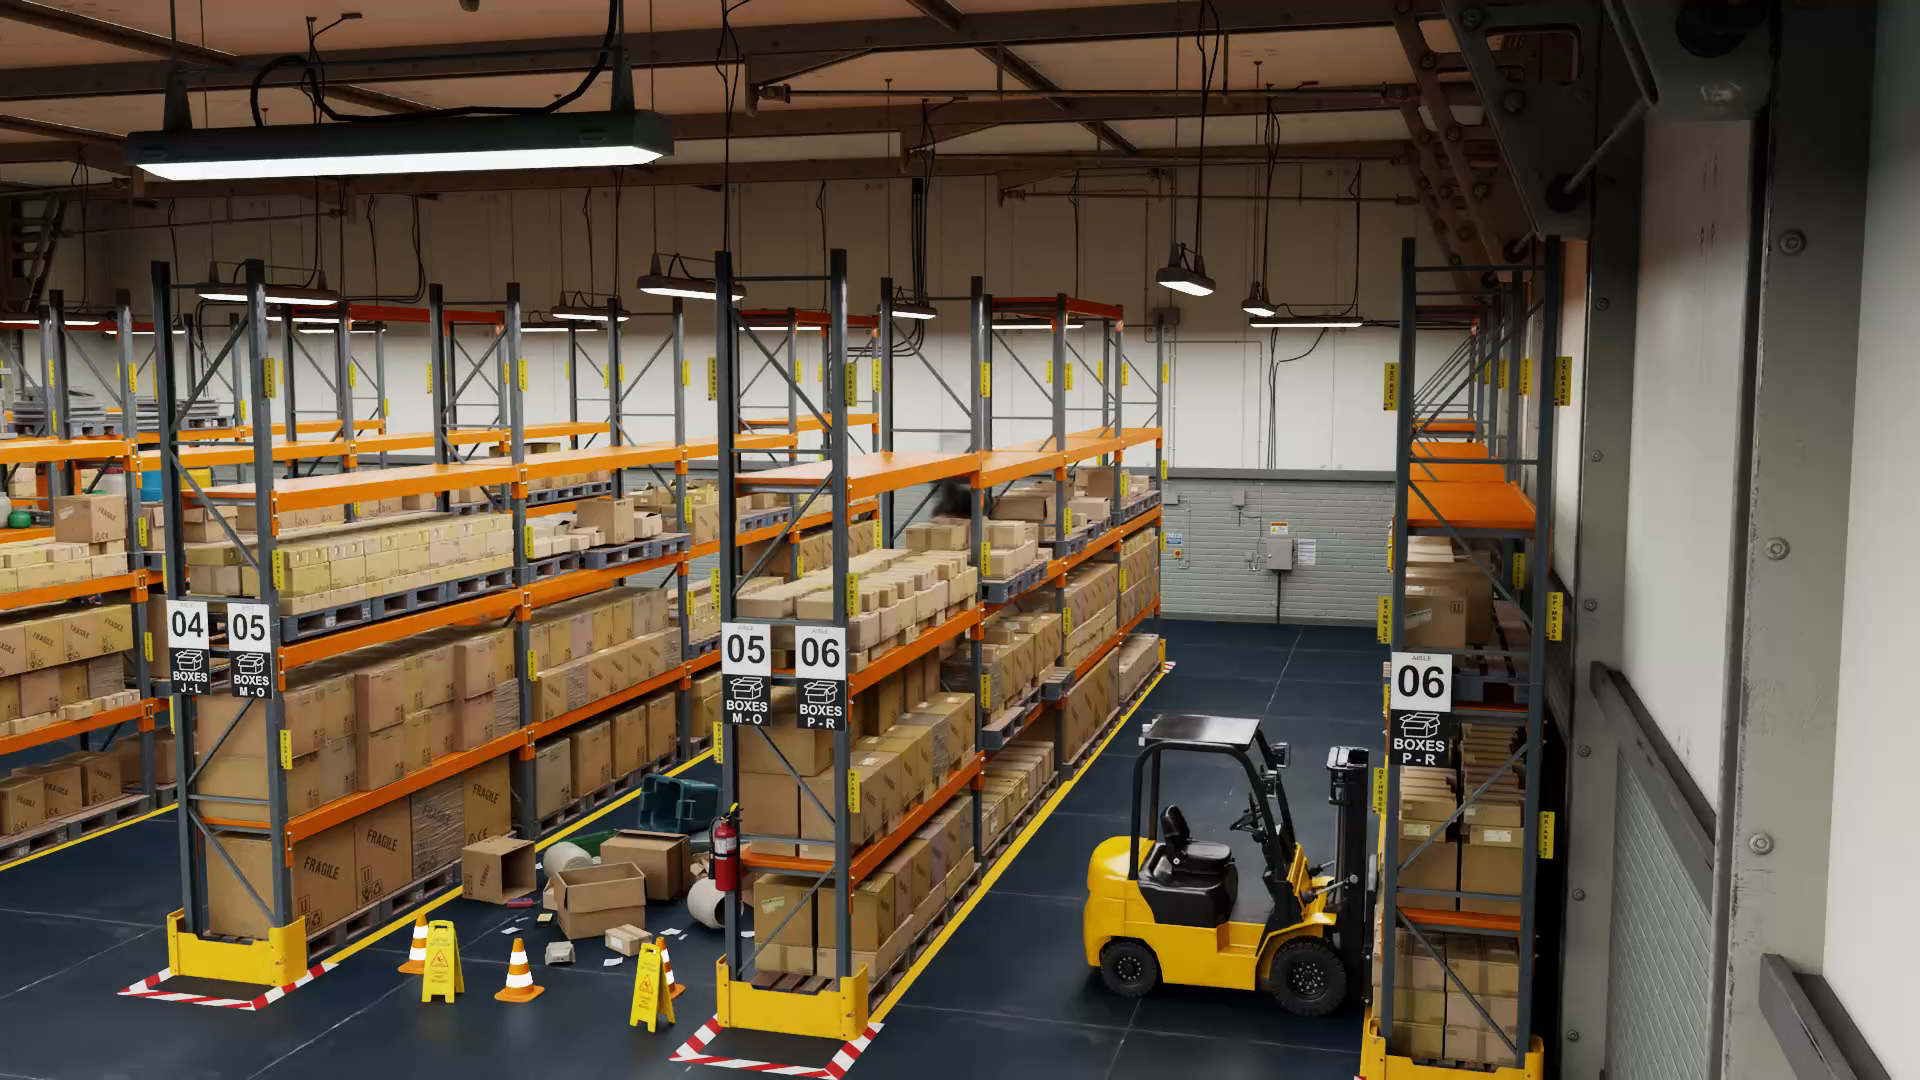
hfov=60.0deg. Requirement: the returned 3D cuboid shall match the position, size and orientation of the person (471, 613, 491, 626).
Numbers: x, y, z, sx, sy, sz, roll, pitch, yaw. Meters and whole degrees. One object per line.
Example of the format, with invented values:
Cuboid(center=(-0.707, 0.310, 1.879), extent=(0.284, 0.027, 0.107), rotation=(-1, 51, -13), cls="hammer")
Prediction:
Cuboid(center=(-6.693, 1.815, 23.548), extent=(0.621, 1.748, 0.937), rotation=(1, 6, 8), cls="person")
